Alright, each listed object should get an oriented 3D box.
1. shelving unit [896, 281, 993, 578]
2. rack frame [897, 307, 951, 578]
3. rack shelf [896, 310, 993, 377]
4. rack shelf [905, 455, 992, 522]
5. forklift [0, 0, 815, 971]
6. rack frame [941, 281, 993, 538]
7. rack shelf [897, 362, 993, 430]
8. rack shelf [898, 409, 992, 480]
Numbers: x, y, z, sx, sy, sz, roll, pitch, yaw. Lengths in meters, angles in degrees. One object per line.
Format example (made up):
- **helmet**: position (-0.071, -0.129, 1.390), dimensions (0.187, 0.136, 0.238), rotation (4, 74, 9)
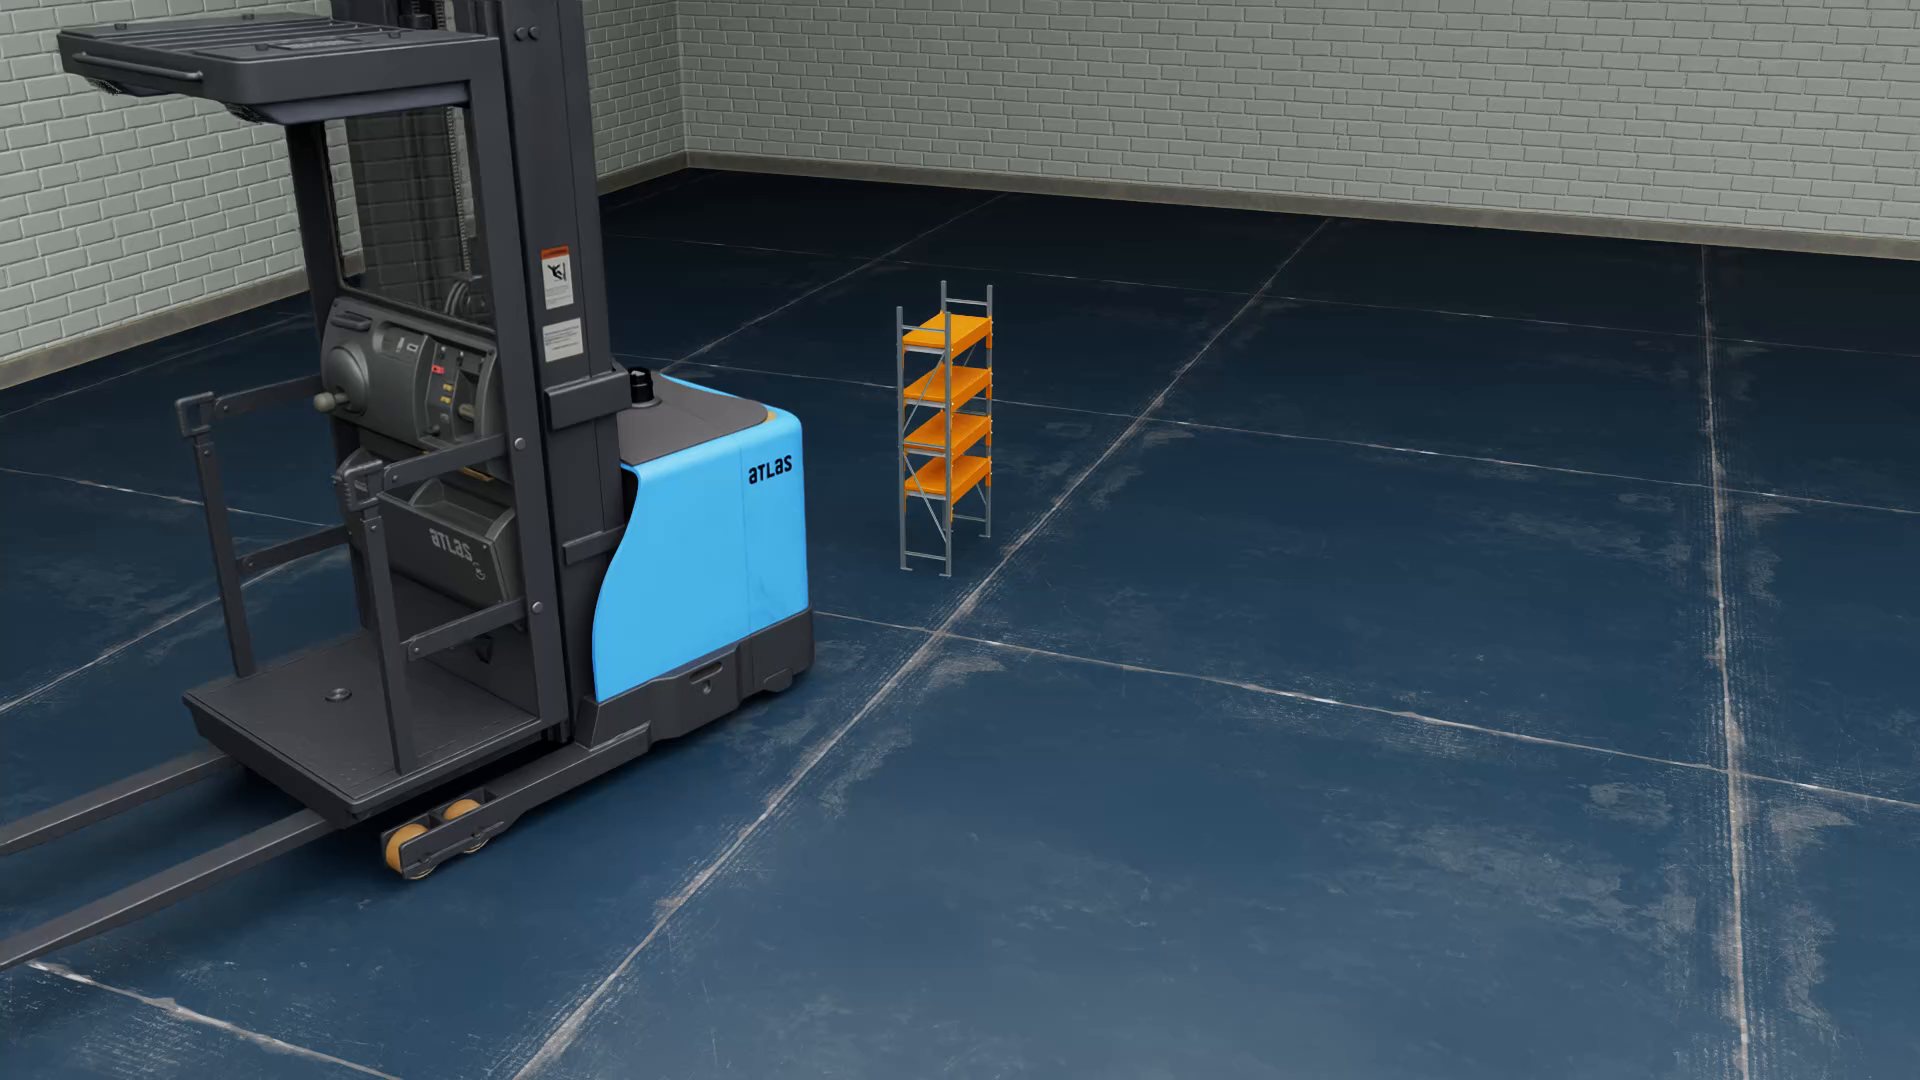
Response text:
- **shelving unit**: position (-0.061, -0.494, 7.377), dimensions (0.258, 1.200, 0.503), rotation (9, 24, 20)
- **rack frame**: position (-0.152, -0.407, 7.168), dimensions (0.240, 1.200, 0.015), rotation (9, 24, 20)
- **rack shelf**: position (-0.062, -0.857, 7.225), dimensions (0.258, 0.148, 0.480), rotation (9, 24, 20)
- **rack shelf**: position (-0.061, -0.249, 7.479), dimensions (0.258, 0.148, 0.480), rotation (9, 24, 20)
- **forklift**: position (-1.904, -0.511, 5.170), dimensions (1.130, 2.935, 3.031), rotation (18, 29, 37)
- **rack frame**: position (0.029, -0.582, 7.586), dimensions (0.240, 1.200, 0.015), rotation (9, 24, 20)
- **rack shelf**: position (-0.061, -0.639, 7.317), dimensions (0.258, 0.148, 0.480), rotation (9, 24, 20)
- **rack shelf**: position (-0.061, -0.432, 7.403), dimensions (0.258, 0.148, 0.480), rotation (9, 24, 20)
